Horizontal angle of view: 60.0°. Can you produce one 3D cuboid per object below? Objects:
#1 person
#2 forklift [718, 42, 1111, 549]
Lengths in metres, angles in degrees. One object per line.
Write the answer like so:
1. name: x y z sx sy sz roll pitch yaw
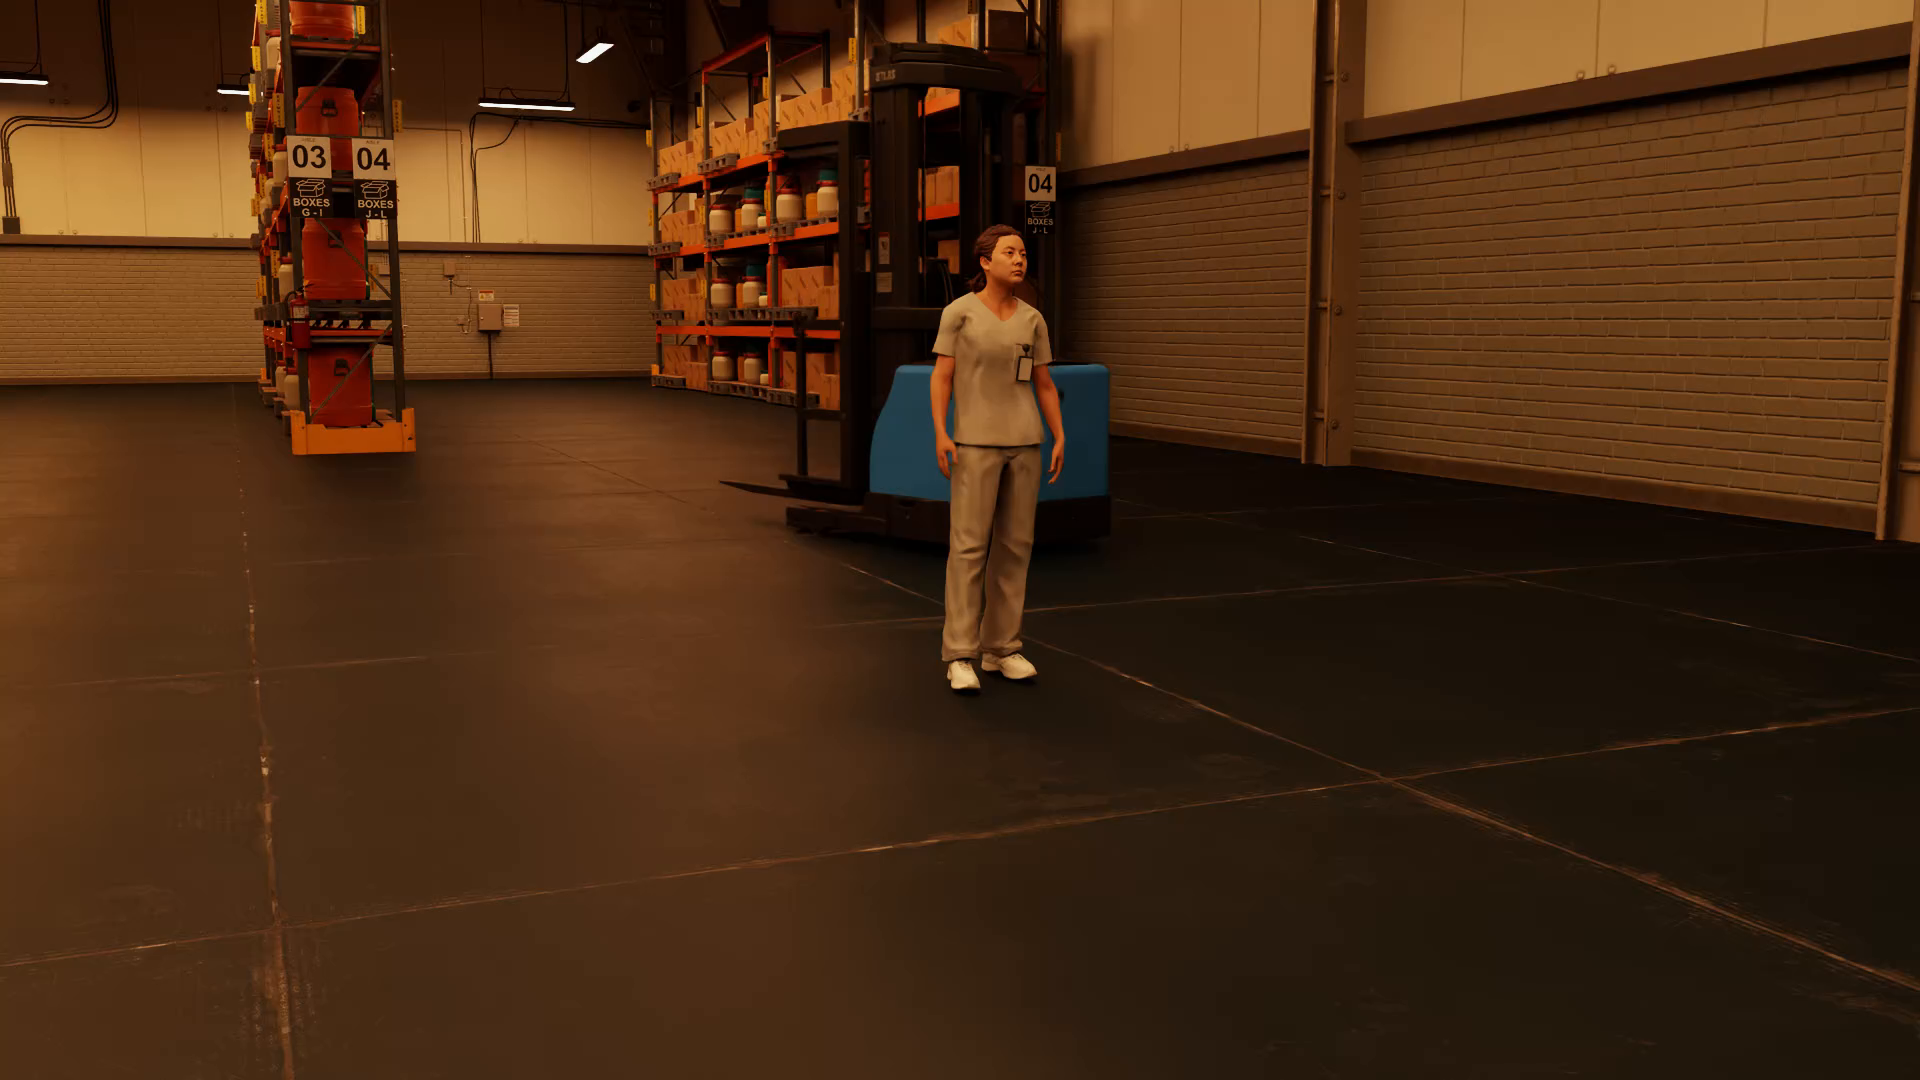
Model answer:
1. person: 0.156 -0.324 6.139 0.549 1.675 0.549 -3 8 -22
2. forklift: -0.447 -1.521 10.475 1.130 2.935 3.031 -6 10 -40
